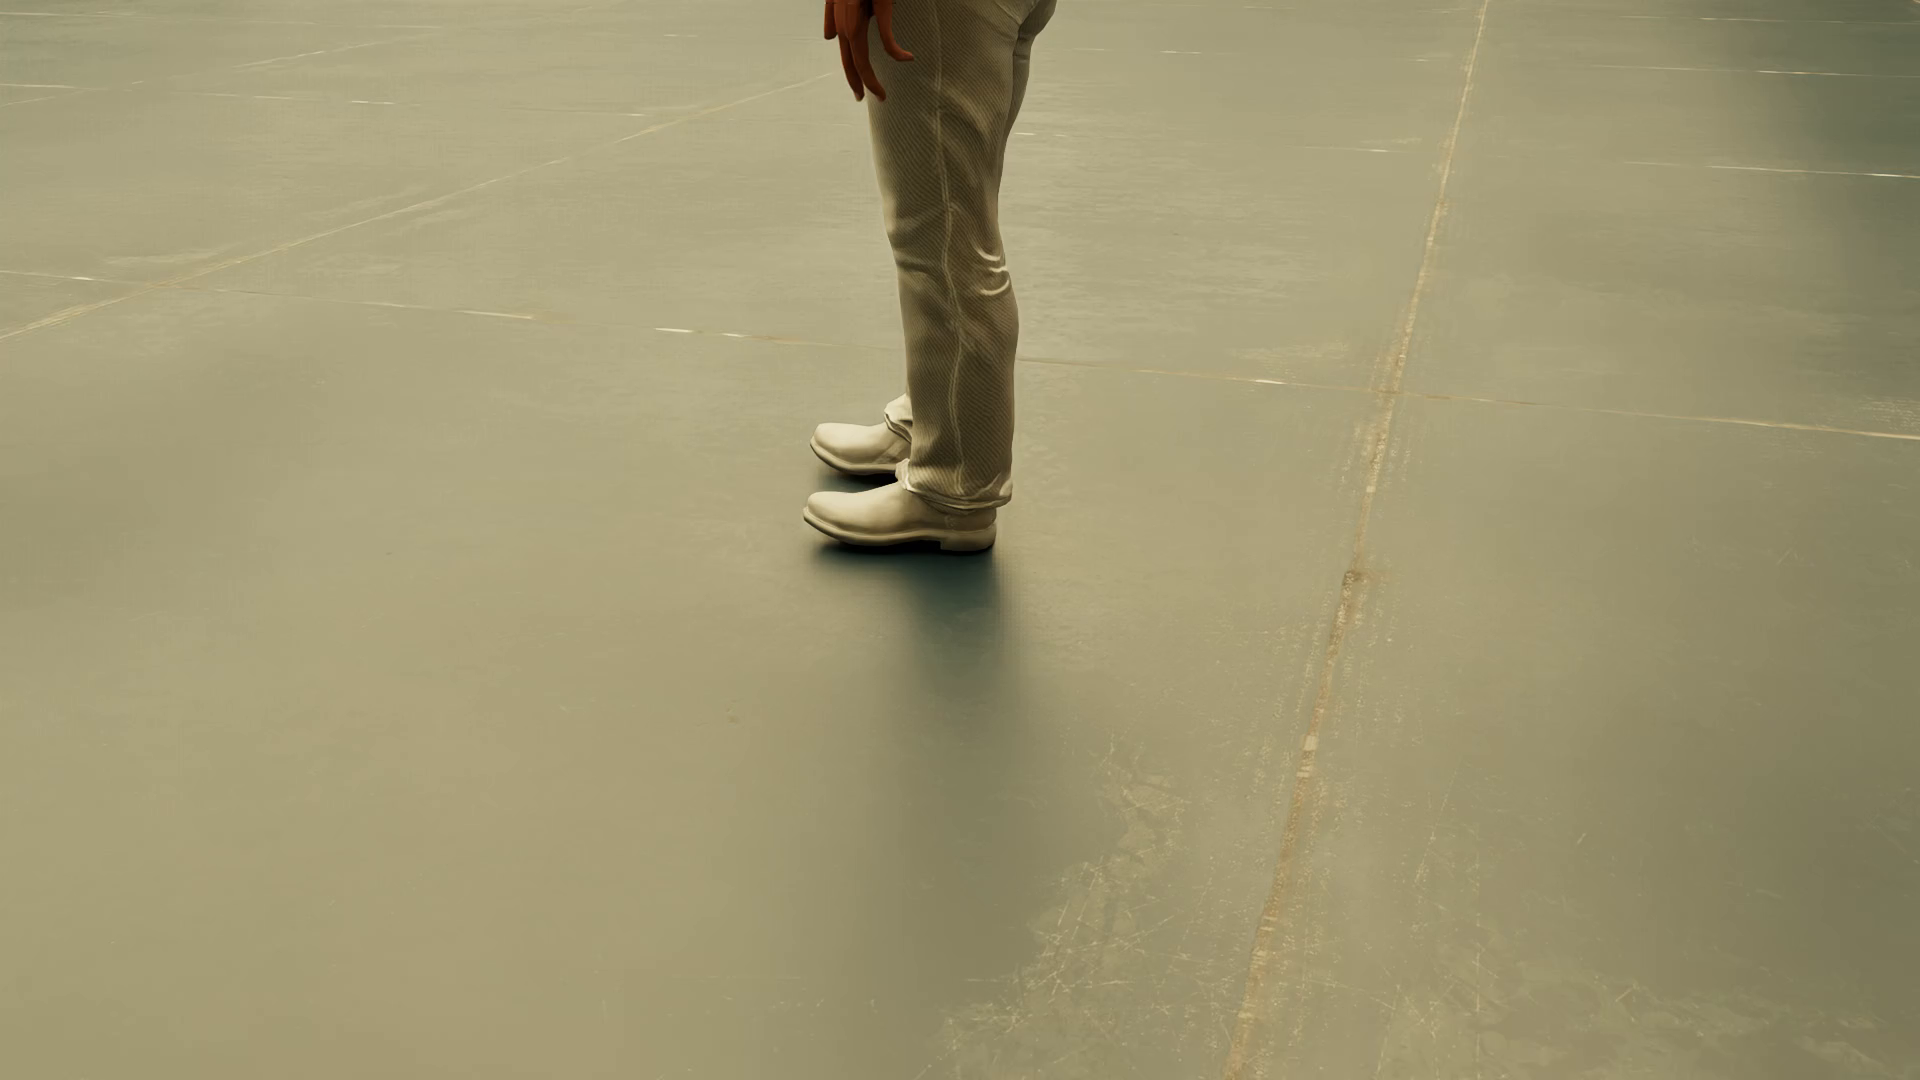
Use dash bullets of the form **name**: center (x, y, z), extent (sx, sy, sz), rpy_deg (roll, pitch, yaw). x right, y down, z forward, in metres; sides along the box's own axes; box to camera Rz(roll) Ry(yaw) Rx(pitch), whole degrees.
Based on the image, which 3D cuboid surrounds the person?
- **person**: center (-0.065, -0.833, 2.305), extent (0.575, 1.768, 0.666), rpy_deg (7, 23, 16)
